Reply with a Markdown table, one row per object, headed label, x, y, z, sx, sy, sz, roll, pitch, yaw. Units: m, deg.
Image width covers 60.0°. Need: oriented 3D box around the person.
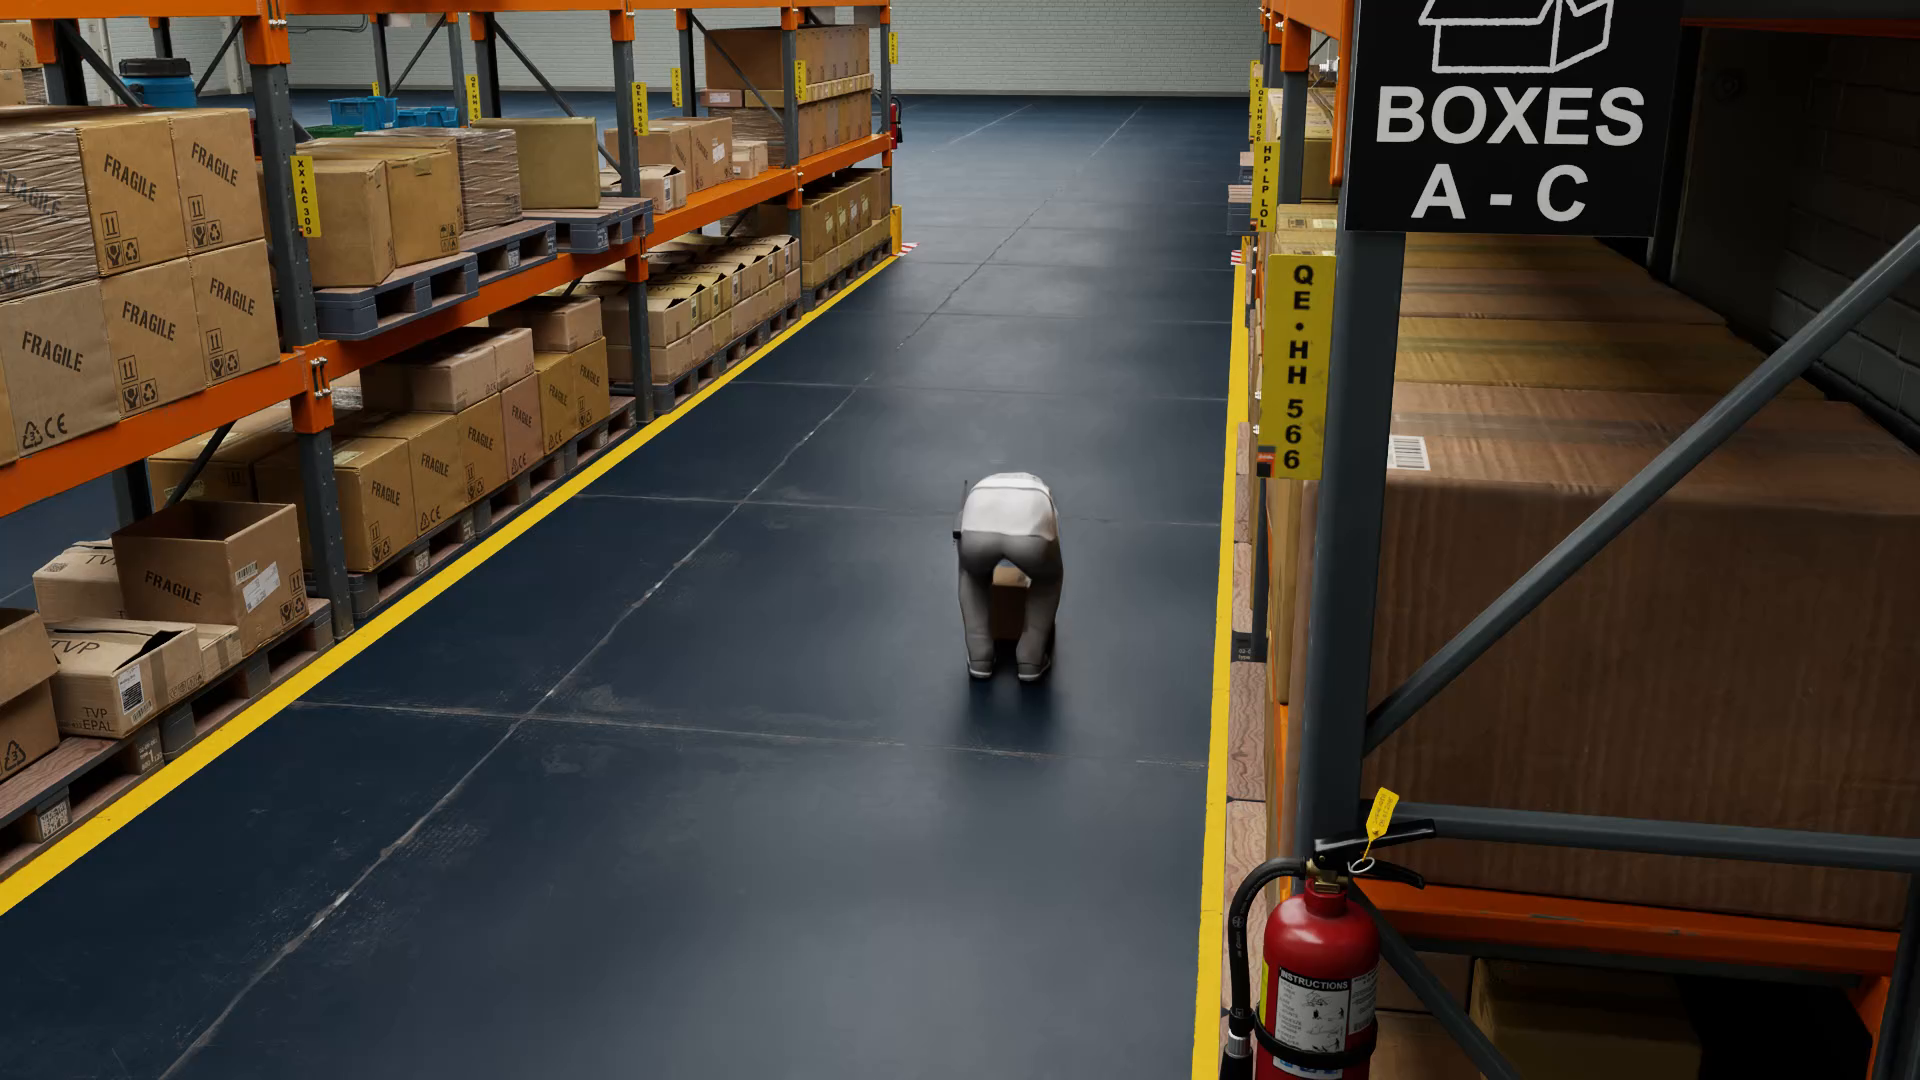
| label | x | y | z | sx | sy | sz | roll | pitch | yaw |
| --- | --- | --- | --- | --- | --- | --- | --- | --- | --- |
| person | 0.216 | 0.058 | 7.012 | 0.436 | 0.962 | 0.918 | 2 | 18 | 6 |
